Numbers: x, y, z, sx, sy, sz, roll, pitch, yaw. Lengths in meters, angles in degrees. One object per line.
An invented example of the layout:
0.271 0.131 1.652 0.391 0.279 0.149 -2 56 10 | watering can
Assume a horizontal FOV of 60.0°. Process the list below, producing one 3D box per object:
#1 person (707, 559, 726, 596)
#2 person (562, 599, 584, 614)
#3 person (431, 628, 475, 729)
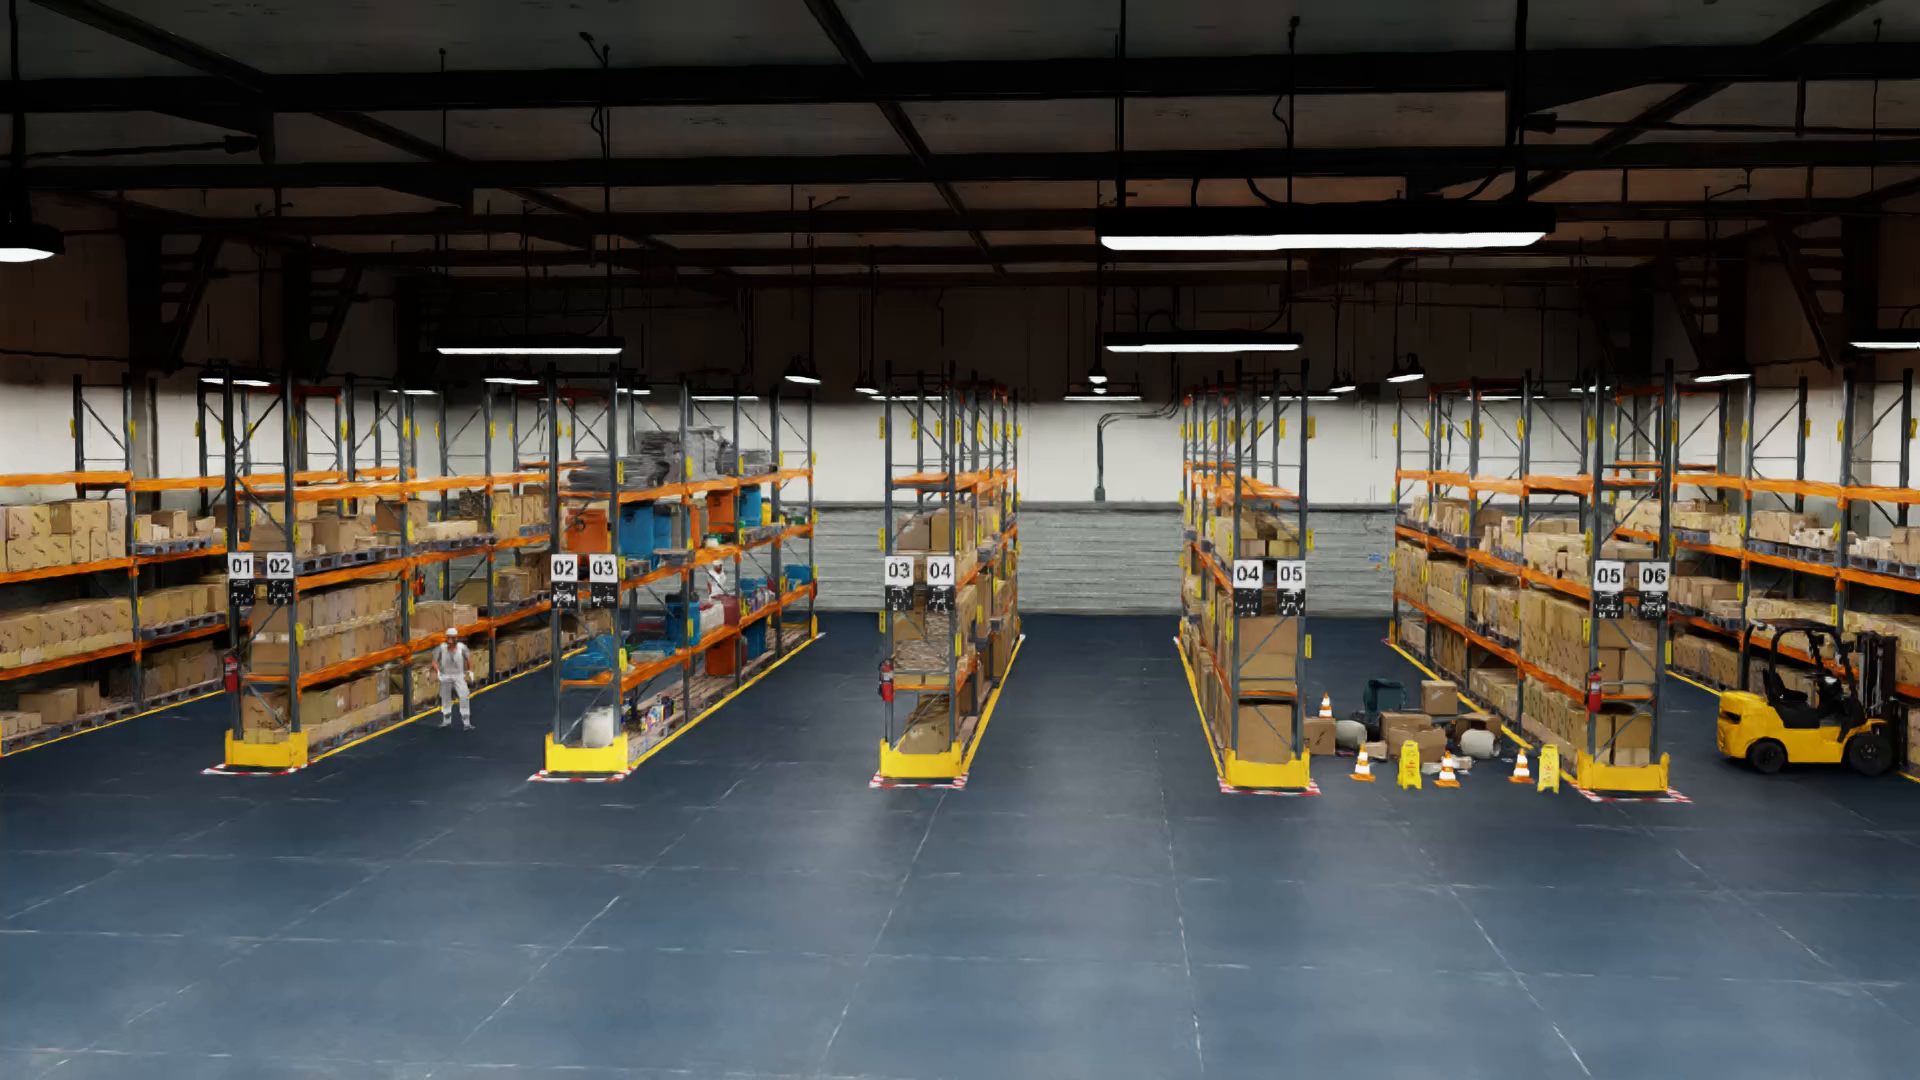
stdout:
-6.041 1.360 41.668 0.543 1.778 0.718 3 5 38 | person
-10.521 1.176 44.974 0.584 1.747 0.930 -1 4 -22 | person
-8.465 2.306 27.788 0.685 1.722 0.805 -1 4 -13 | person
